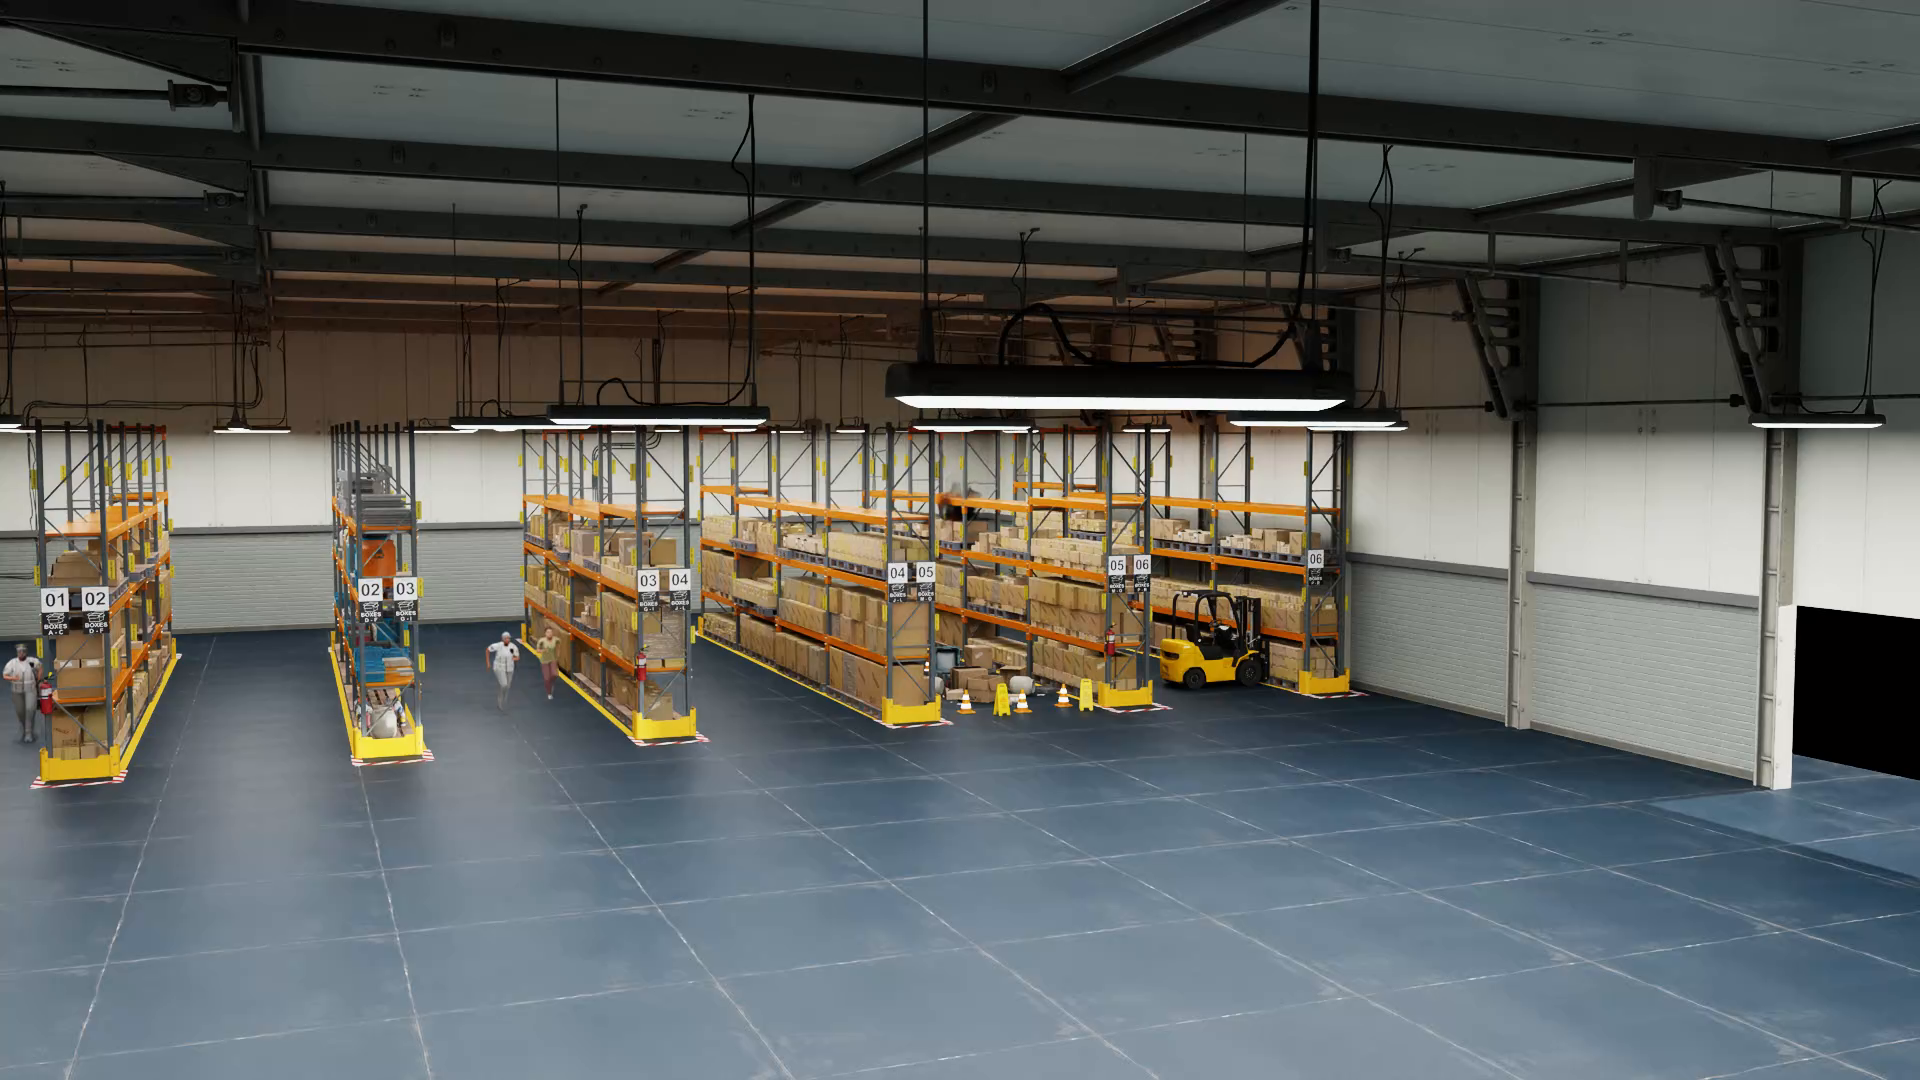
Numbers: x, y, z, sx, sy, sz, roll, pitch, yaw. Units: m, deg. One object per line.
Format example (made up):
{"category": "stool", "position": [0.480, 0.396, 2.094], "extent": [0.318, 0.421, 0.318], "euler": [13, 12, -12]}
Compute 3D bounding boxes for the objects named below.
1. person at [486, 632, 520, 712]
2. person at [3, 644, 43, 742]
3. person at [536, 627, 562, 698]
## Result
{"category": "person", "position": [-9.495, 2.736, 34.608], "extent": [0.630, 1.662, 0.796], "euler": [-2, 4, -33]}
{"category": "person", "position": [-17.737, 2.861, 31.490], "extent": [0.646, 1.812, 0.938], "euler": [-2, 4, -25]}
{"category": "person", "position": [-8.891, 2.662, 36.011], "extent": [0.549, 1.596, 0.720], "euler": [-1, 4, -18]}
